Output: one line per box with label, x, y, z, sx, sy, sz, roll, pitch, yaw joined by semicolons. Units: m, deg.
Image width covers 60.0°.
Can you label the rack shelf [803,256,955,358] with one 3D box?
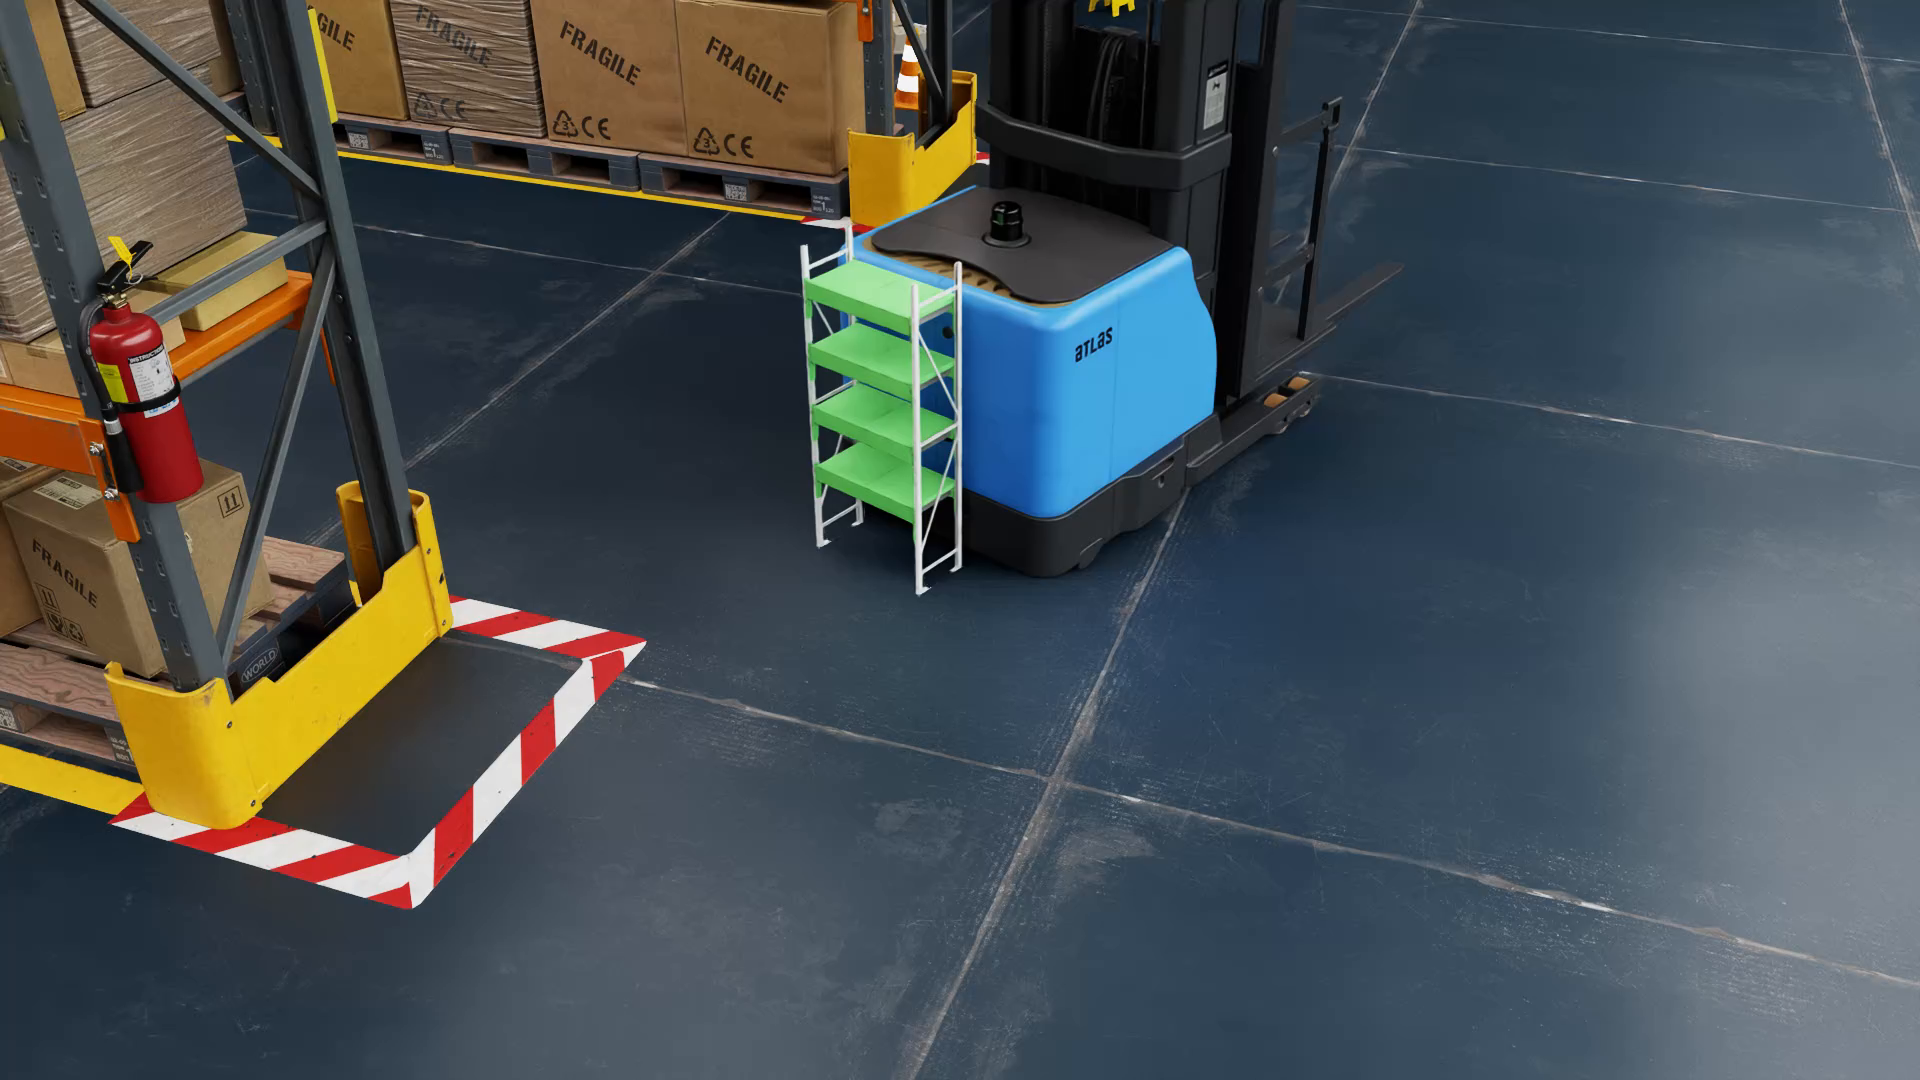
rack shelf;-0.264;-0.791;5.602;0.480;0.148;0.258;24;40;32

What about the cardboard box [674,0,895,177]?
cardboard box;-0.928;-2.596;9.077;0.875;0.875;0.875;11;35;17

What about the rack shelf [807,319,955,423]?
rack shelf;-0.264;-0.589;5.732;0.480;0.148;0.258;24;40;32

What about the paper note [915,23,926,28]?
paper note;-0.254;-3.677;11.918;0.142;0.019;0.148;0;33;0

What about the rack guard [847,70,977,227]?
rack guard;-0.245;-2.168;9.146;0.348;0.500;1.175;11;34;16

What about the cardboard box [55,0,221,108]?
cardboard box;-2.462;-1.535;4.574;0.500;0.500;0.500;11;34;16

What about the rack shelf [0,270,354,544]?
rack shelf;-3.919;-0.772;5.343;4.000;0.370;1.077;11;34;16

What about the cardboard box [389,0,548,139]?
cardboard box;-2.615;-2.924;9.585;0.875;0.875;0.875;11;35;17

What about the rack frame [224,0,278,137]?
rack frame;-4.033;-3.954;9.609;0.127;3.000;1.000;11;34;16

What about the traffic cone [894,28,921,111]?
traffic cone;-0.288;-2.979;10.437;0.334;0.463;0.336;11;34;16

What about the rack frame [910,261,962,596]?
rack frame;-0.076;-0.357;5.697;0.015;1.200;0.240;24;40;32

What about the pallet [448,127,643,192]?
pallet;-2.191;-2.381;9.743;1.213;0.211;1.003;11;34;16

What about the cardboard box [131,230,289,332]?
cardboard box;-2.224;-0.776;4.919;0.250;0.149;0.380;11;34;16

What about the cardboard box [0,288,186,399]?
cardboard box;-2.374;-0.549;4.567;0.250;0.149;0.380;11;34;16

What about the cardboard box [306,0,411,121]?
cardboard box;-3.465;-3.087;9.838;0.875;0.875;0.875;12;35;17

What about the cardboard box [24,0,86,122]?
cardboard box;-2.637;-1.269;4.163;0.500;0.500;0.500;11;34;16

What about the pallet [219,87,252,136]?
pallet;-4.785;-2.885;10.524;1.213;0.211;1.003;11;34;16

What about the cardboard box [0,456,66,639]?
cardboard box;-3.192;-0.049;5.478;0.500;0.500;0.500;21;38;29

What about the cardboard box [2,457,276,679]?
cardboard box;-2.618;0.043;5.335;0.500;0.500;0.500;18;37;25

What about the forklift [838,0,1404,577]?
forklift;0.875;-1.828;6.379;1.130;2.935;3.031;24;40;32

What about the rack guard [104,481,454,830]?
rack guard;-2.108;0.328;5.281;0.348;0.500;1.175;11;34;16

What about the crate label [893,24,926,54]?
crate label;-0.348;-3.469;11.496;0.298;0.136;0.250;-6;33;-9

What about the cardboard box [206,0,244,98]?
cardboard box;-4.648;-3.253;10.210;0.750;0.750;1.050;11;34;16

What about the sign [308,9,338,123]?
sign;-1.853;-1.349;4.775;0.005;0.325;0.100;11;34;16

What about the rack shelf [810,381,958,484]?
rack shelf;-0.264;-0.388;5.862;0.480;0.148;0.258;24;40;32

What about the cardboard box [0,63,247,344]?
cardboard box;-2.544;-0.990;4.651;0.500;0.500;0.875;11;34;16

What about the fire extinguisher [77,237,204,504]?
fire extinguisher;-2.084;-0.419;4.205;0.183;0.674;0.296;11;34;16

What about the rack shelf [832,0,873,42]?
rack shelf;-2.150;-3.286;9.237;4.000;0.370;1.077;11;34;16

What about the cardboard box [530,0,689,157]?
cardboard box;-1.757;-2.756;9.325;0.875;0.875;0.875;10;34;16

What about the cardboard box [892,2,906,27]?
cardboard box;-0.607;-3.779;11.966;0.380;0.149;0.250;-25;40;-33

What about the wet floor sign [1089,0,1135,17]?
wet floor sign;1.125;-4.198;12.157;0.232;0.644;0.267;24;40;32

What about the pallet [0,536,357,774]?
pallet;-2.860;0.283;5.617;1.213;0.211;1.003;11;34;16

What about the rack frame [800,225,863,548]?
rack frame;-0.452;-0.526;5.958;0.015;1.200;0.240;24;40;32

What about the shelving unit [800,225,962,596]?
shelving unit;-0.264;-0.441;5.827;0.503;1.200;0.258;24;40;32

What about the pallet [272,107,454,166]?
pallet;-3.344;-2.603;10.088;1.213;0.211;1.003;11;34;16

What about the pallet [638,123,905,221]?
pallet;-1.047;-2.157;9.396;1.213;0.211;1.003;11;34;16

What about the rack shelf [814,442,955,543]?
rack shelf;-0.264;-0.186;5.992;0.480;0.148;0.258;24;40;32

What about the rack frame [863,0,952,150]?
rack frame;-0.268;-3.222;8.475;0.127;3.000;1.000;11;34;16

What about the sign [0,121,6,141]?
sign;-2.242;-1.047;3.748;0.005;0.325;0.100;11;34;16

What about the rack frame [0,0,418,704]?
rack frame;-2.036;-0.708;4.581;0.127;3.000;1.000;11;34;16

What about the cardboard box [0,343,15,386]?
cardboard box;-2.609;-0.595;4.638;0.250;0.149;0.380;11;34;16
